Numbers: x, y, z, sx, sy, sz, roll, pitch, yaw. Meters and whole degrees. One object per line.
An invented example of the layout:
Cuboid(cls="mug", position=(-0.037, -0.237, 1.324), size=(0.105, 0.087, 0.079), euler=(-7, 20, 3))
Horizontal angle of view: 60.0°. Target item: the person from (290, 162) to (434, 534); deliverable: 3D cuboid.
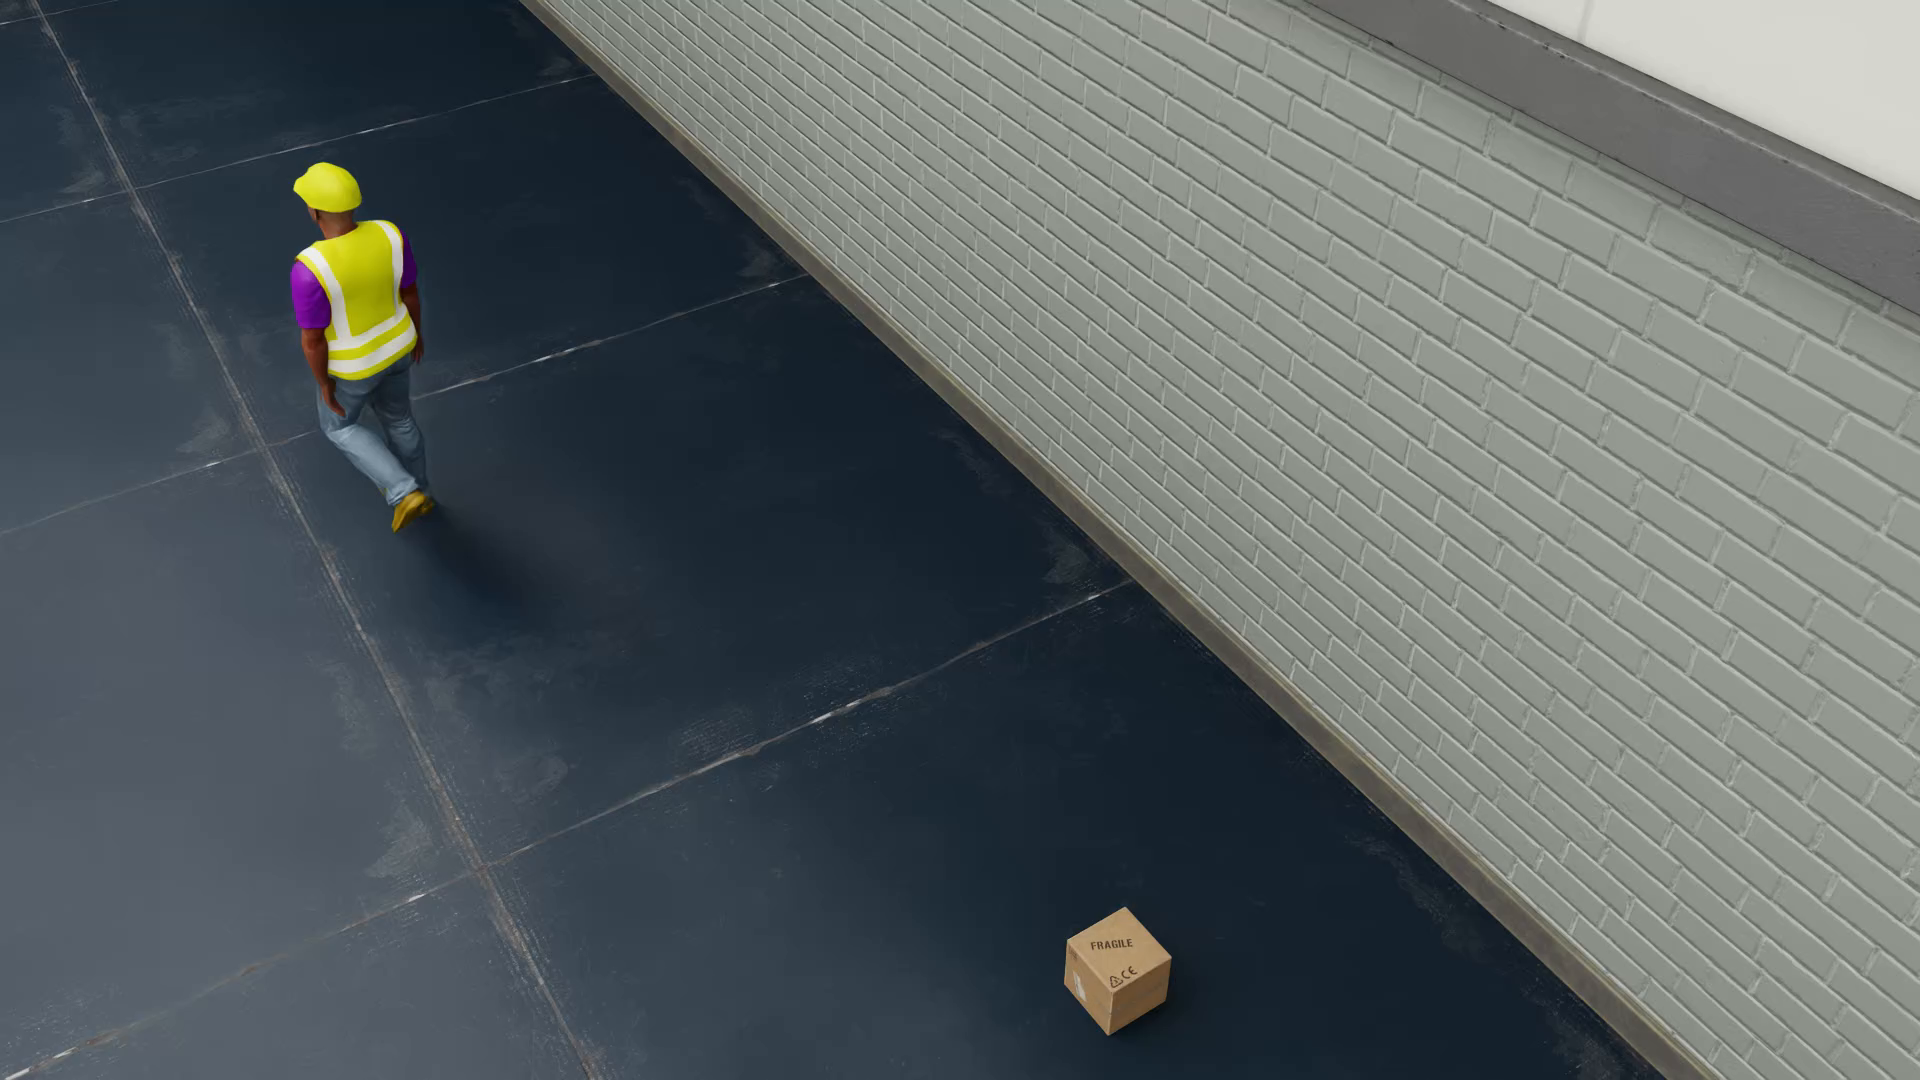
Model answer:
Cuboid(cls="person", position=(-2.490, -0.779, 7.014), size=(0.530, 1.754, 0.570), euler=(28, 48, 28))
